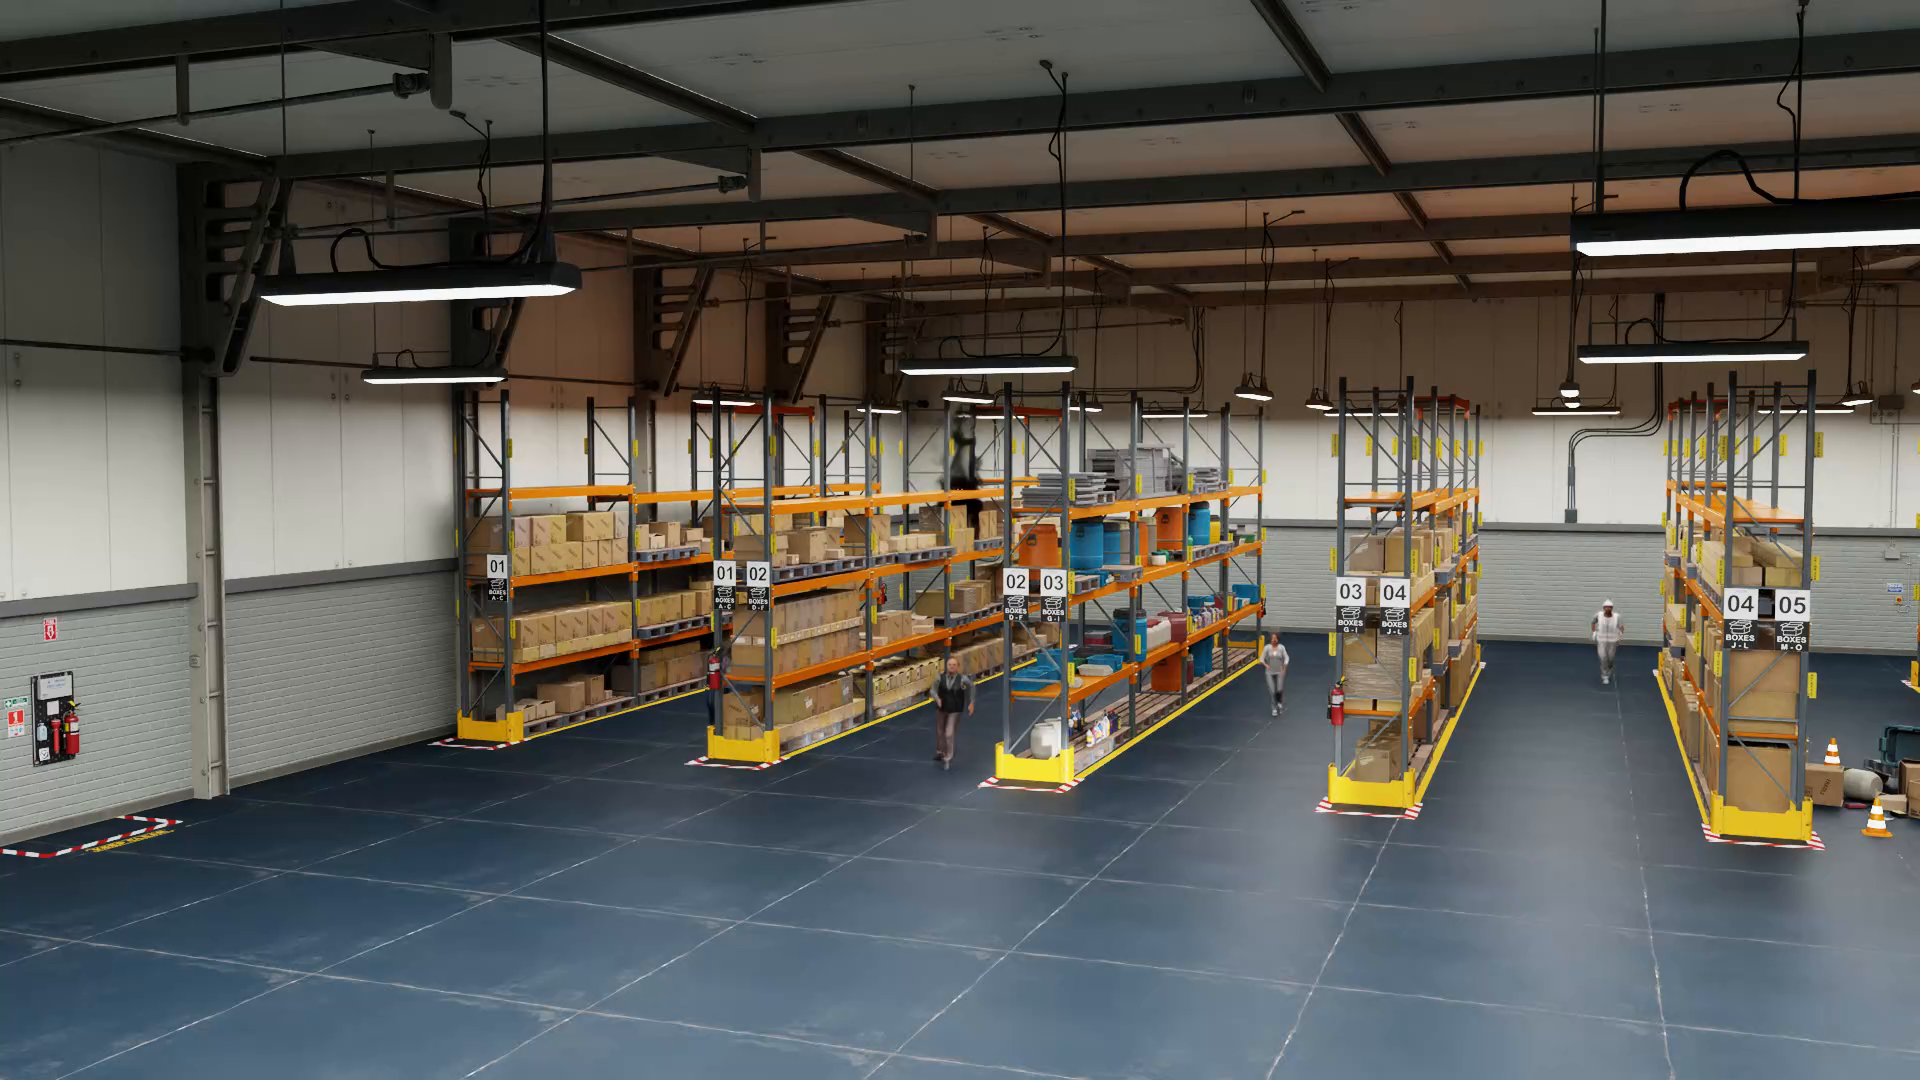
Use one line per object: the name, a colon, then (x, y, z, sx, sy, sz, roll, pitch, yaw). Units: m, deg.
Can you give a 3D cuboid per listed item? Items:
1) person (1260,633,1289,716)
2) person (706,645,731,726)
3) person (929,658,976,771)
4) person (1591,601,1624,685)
person: (5.860, 2.514, 31.026, 0.540, 1.547, 0.515, 1, 3, 11)
person: (-4.238, 2.599, 29.100, 0.503, 1.617, 0.682, 0, 3, 9)
person: (-0.131, 2.730, 26.068, 0.711, 1.774, 0.721, 1, 3, 14)
person: (13.833, 2.165, 35.545, 0.656, 1.768, 0.897, 1, 3, 17)
